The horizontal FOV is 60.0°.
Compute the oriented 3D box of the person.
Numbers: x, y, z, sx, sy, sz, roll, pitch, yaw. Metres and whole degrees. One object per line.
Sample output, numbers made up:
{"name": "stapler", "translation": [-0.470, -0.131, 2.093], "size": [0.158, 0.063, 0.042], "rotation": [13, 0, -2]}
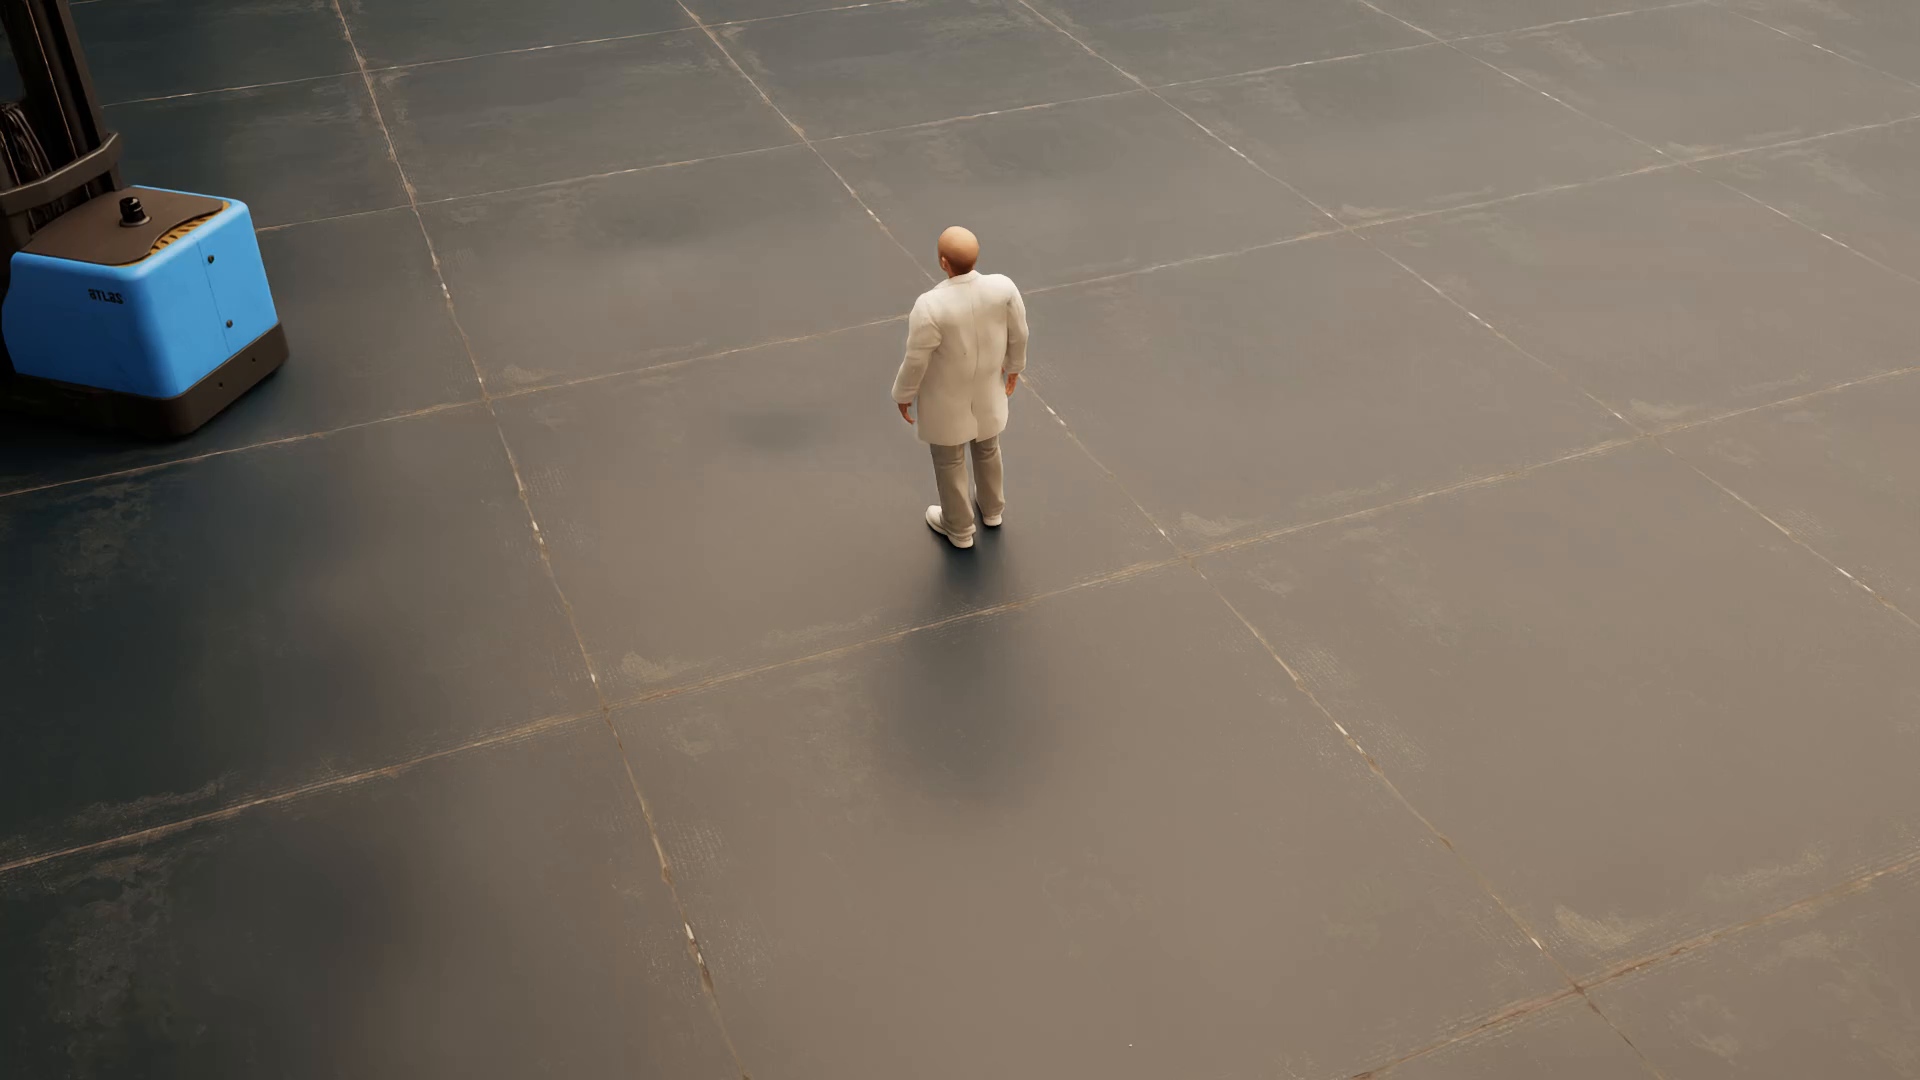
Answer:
{"name": "person", "translation": [-0.032, -0.780, 8.178], "size": [0.698, 1.778, 0.578], "rotation": [-14, 38, -19]}

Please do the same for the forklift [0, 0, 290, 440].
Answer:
{"name": "forklift", "translation": [-5.632, -2.249, 9.262], "size": [3.031, 2.935, 1.130], "rotation": [10, 37, 14]}
